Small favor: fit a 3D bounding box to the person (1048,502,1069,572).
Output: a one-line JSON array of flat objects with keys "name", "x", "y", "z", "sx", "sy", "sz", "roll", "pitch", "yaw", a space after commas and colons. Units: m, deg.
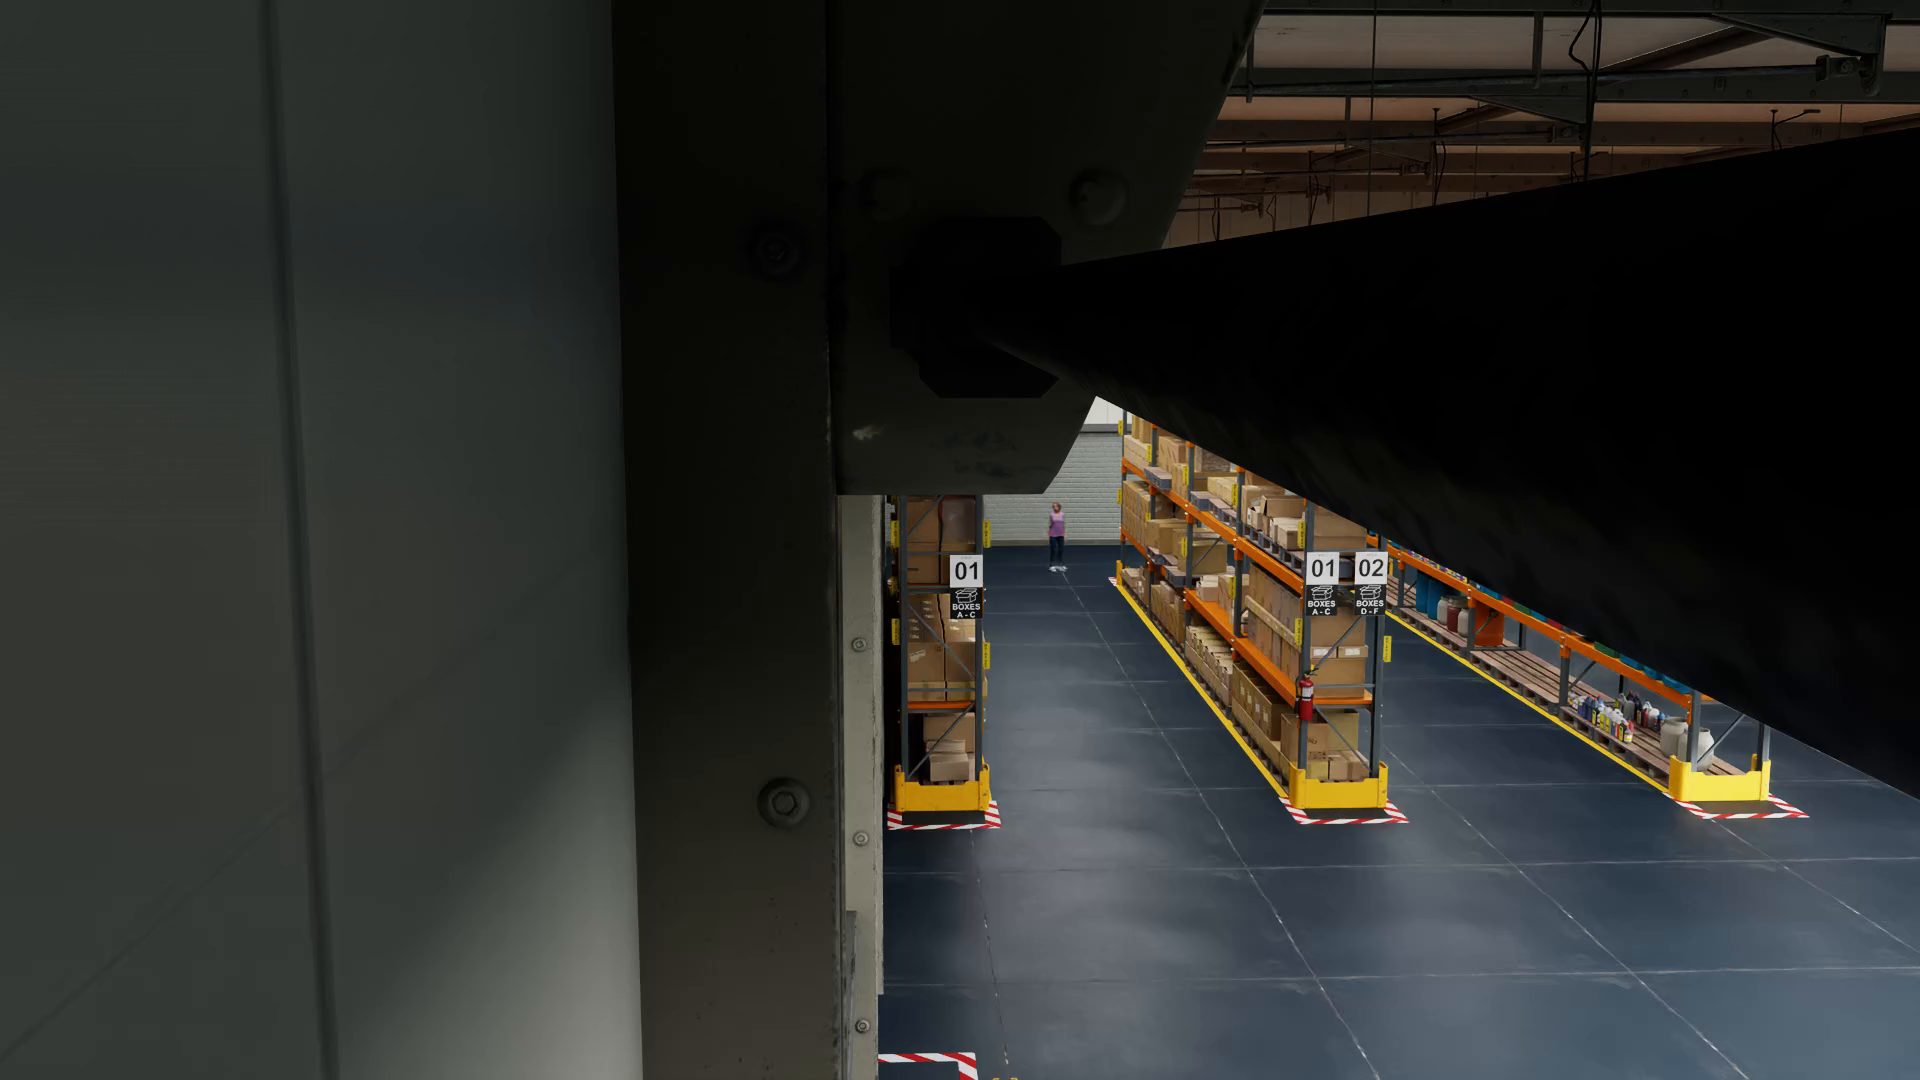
[{"name": "person", "x": 2.247, "y": -0.077, "z": 38.131, "sx": 0.455, "sy": 1.623, "sz": 0.345, "roll": -4, "pitch": 9, "yaw": -26}]
